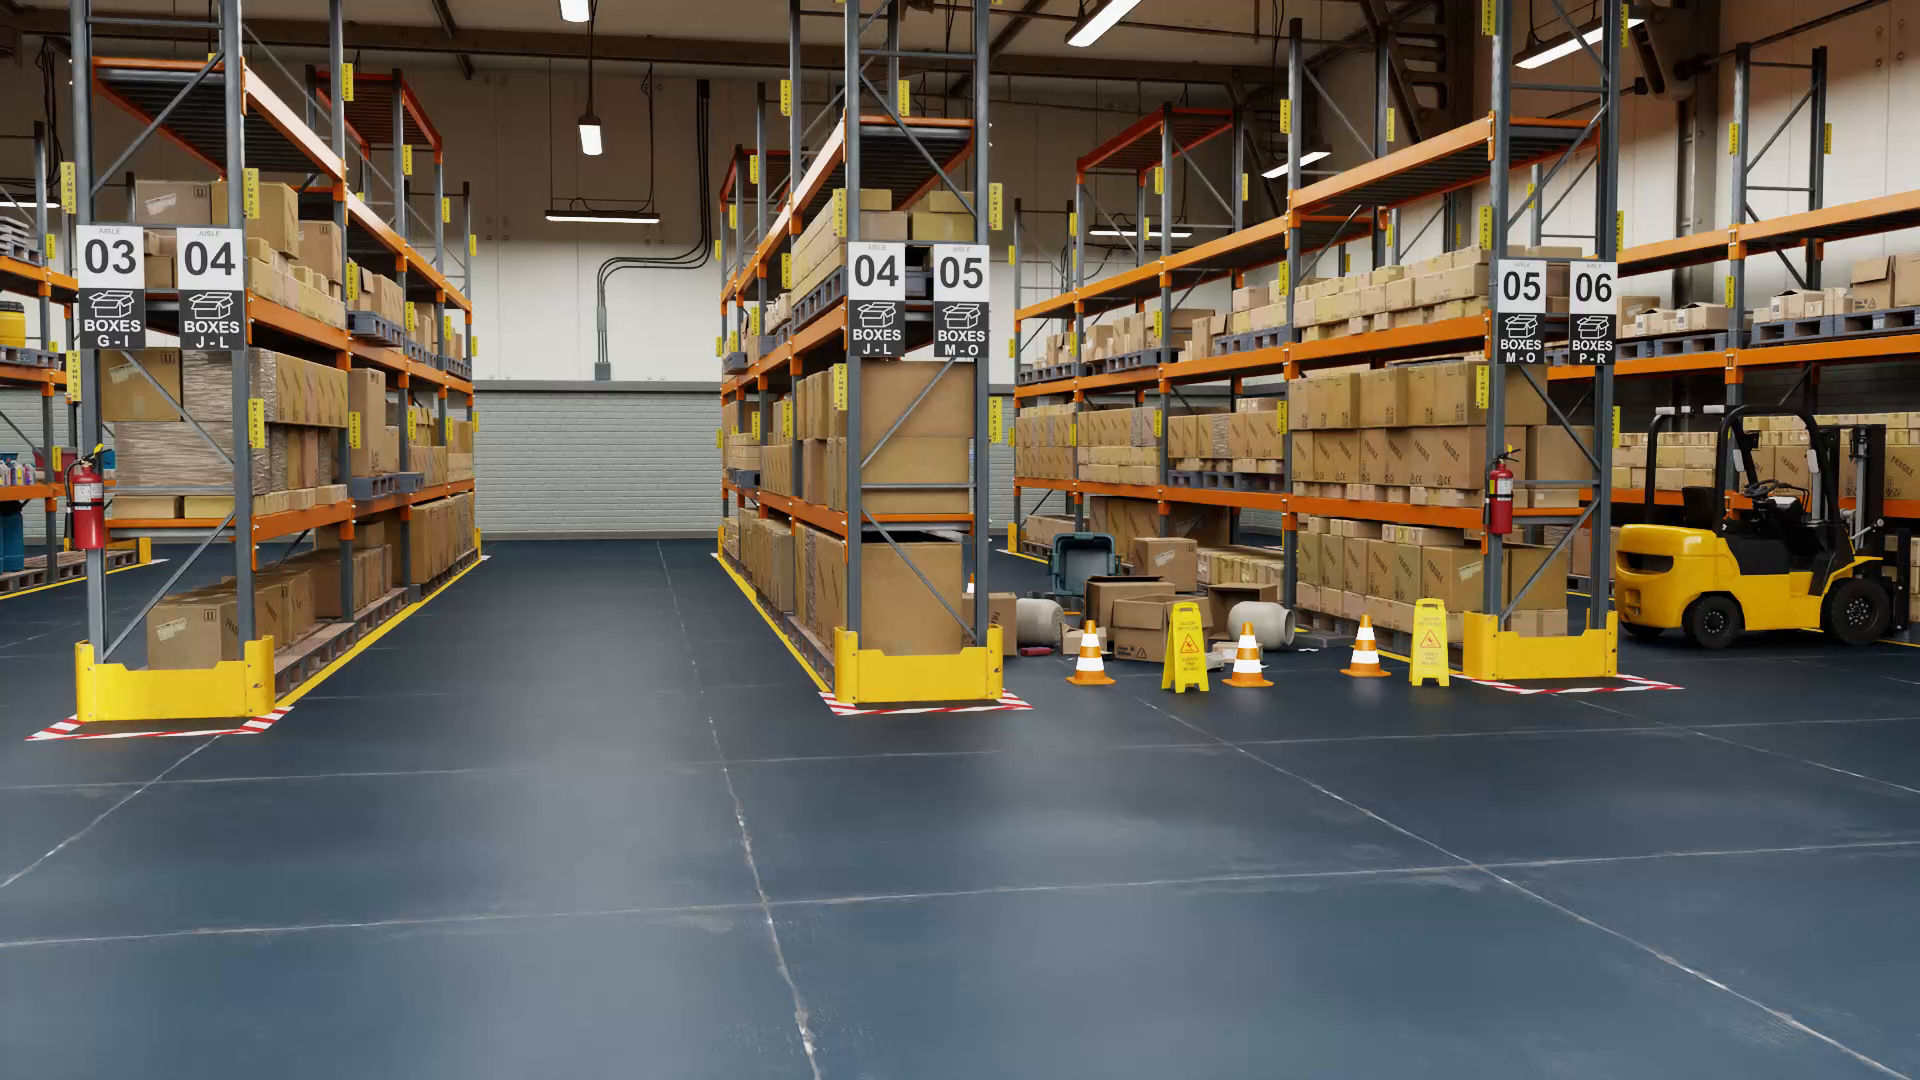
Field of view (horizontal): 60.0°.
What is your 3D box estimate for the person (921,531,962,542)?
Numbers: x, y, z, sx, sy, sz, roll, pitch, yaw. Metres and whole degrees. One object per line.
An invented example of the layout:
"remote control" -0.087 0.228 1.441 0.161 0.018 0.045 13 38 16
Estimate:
"person" -0.234 0.025 18.707 0.533 1.455 0.653 -1 3 -11
